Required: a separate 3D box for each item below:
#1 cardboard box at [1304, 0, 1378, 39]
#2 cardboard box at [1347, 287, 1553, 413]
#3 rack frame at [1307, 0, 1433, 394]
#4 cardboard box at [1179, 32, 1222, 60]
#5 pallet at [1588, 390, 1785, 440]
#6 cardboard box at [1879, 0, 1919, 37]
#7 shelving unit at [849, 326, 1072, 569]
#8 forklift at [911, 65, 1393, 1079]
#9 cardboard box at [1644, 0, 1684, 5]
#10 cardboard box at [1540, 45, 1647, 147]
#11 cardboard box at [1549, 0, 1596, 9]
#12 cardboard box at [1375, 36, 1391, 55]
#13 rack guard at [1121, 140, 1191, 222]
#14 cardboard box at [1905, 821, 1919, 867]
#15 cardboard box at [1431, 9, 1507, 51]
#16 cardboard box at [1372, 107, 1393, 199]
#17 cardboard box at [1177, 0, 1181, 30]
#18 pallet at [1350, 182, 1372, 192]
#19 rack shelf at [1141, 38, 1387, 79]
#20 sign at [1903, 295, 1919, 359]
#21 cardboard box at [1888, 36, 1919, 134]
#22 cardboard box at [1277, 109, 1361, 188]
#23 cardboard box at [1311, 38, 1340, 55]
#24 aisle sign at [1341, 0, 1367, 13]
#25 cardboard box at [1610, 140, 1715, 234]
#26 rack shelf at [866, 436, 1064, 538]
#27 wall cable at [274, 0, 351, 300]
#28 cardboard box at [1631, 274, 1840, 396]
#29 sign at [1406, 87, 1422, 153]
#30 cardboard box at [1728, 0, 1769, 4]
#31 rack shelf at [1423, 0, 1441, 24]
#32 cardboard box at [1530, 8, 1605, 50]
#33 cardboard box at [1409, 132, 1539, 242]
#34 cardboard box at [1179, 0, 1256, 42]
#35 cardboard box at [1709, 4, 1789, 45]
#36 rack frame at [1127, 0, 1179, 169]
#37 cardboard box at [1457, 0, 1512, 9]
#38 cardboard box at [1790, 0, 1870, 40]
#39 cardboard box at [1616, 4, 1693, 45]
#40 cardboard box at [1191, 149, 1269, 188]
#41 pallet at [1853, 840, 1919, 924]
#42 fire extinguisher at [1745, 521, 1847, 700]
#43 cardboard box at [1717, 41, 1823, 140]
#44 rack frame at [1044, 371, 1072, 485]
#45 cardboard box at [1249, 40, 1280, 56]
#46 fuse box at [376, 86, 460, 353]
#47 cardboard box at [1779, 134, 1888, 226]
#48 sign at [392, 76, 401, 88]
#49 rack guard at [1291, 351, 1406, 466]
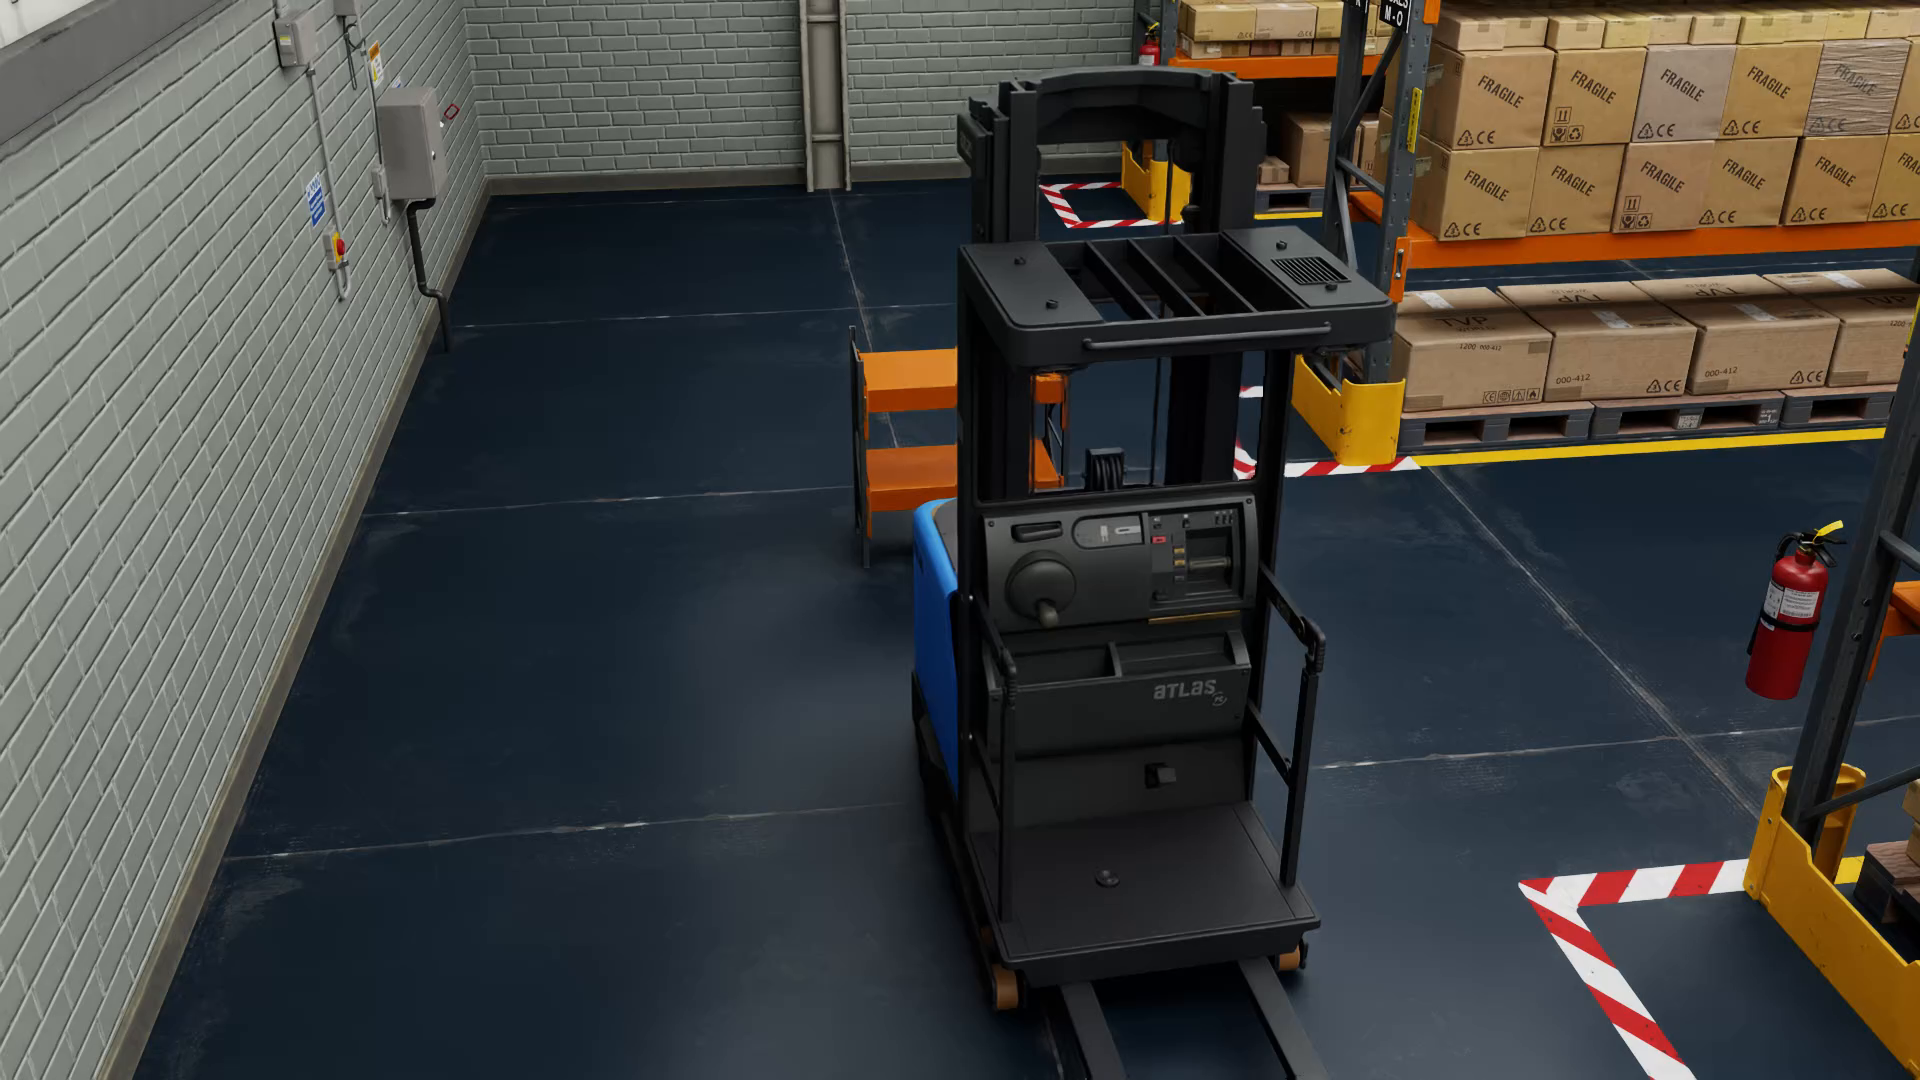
[{"bbox_3d":[3.099,-4.314,13.709,0.500,0.250,0.500,-4,27,-8],"label":"cardboard box"},{"bbox_3d":[2.947,-1.165,10.082,0.875,0.438,0.875,-5,28,-9],"label":"cardboard box"},{"bbox_3d":[2.307,-2.031,9.423,0.127,3.000,1.000,-4,27,-7],"label":"rack frame"},{"bbox_3d":[1.976,-4.060,13.652,0.250,0.149,0.380,-4,27,-8],"label":"cardboard box"},{"bbox_3d":[4.293,-0.953,10.376,1.213,0.211,1.003,-4,27,-7],"label":"pallet"},{"bbox_3d":[5.235,-2.897,9.195,0.250,0.149,0.380,-4,27,-8],"label":"cardboard box"},{"bbox_3d":[-0.007,-0.500,8.492,1.048,1.125,0.538,-4,27,-7],"label":"shelving unit"},{"bbox_3d":[0.582,0.108,5.329,1.130,2.935,3.031,-5,28,-10],"label":"forklift"},{"bbox_3d":[3.890,-3.029,9.451,0.250,0.149,0.380,-3,27,-6],"label":"cardboard box"},{"bbox_3d":[3.333,-2.458,9.051,0.500,0.500,0.500,-4,27,-9],"label":"cardboard box"},{"bbox_3d":[3.382,-3.002,9.399,0.250,0.149,0.380,-3,27,-6],"label":"cardboard box"},{"bbox_3d":[3.516,-4.146,13.819,0.250,0.149,0.380,-3,27,-6],"label":"cardboard box"},{"bbox_3d":[1.687,-3.168,14.376,0.348,0.500,1.175,-4,27,-7],"label":"rack guard"},{"bbox_3d":[3.589,1.154,5.878,0.250,0.149,0.380,-3,27,-6],"label":"cardboard box"},{"bbox_3d":[2.697,-2.707,8.824,0.250,0.149,0.380,-3,27,-6],"label":"cardboard box"},{"bbox_3d":[2.748,-2.226,9.693,0.500,0.500,0.500,-4,27,-7],"label":"cardboard box"},{"bbox_3d":[2.030,-4.490,14.053,0.500,0.250,0.500,-3,27,-6],"label":"cardboard box"},{"bbox_3d":[3.682,-3.166,14.690,1.213,0.211,1.003,-4,27,-7],"label":"pallet"},{"bbox_3d":[3.592,-4.082,14.208,4.000,0.370,1.077,-4,27,-7],"label":"rack shelf"},{"bbox_3d":[3.039,-0.708,5.229,0.005,0.325,0.100,-4,27,-7],"label":"sign"},{"bbox_3d":[5.336,-2.592,9.310,0.500,0.500,0.500,-4,27,-8],"label":"cardboard box"},{"bbox_3d":[3.083,-3.383,14.335,0.500,0.500,0.700,-3,27,-5],"label":"cardboard box"},{"bbox_3d":[2.997,-4.137,13.803,0.250,0.149,0.380,-3,27,-6],"label":"cardboard box"},{"bbox_3d":[2.193,-3.324,9.094,0.004,0.787,0.394,-4,27,-7],"label":"aisle sign"},{"bbox_3d":[3.826,-2.046,9.341,0.500,0.500,0.500,-4,27,-7],"label":"cardboard box"},{"bbox_3d":[-0.007,-0.282,8.604,1.000,0.278,0.538,-4,27,-7],"label":"rack shelf"},{"bbox_3d":[-3.273,-2.128,8.464,0.123,1.953,0.585,-4,27,-7],"label":"wall cable"},{"bbox_3d":[4.745,-1.284,10.313,0.875,0.438,0.875,-4,27,-9],"label":"cardboard box"},{"bbox_3d":[2.378,-2.200,8.718,0.005,0.325,0.100,-4,27,-7],"label":"sign"},{"bbox_3d":[4.408,-3.073,9.537,0.250,0.149,0.380,-4,27,-7],"label":"cardboard box"},{"bbox_3d":[4.288,-3.173,9.150,4.000,0.370,1.077,-4,27,-7],"label":"rack shelf"},{"bbox_3d":[3.220,-2.720,8.850,0.250,0.149,0.380,-3,27,-6],"label":"cardboard box"},{"bbox_3d":[2.822,-1.977,9.207,0.500,0.500,0.500,-4,27,-8],"label":"cardboard box"},{"bbox_3d":[2.099,-4.248,13.581,0.500,0.250,0.500,-4,27,-7],"label":"cardboard box"},{"bbox_3d":[4.239,-2.786,8.979,0.250,0.149,0.380,-4,27,-8],"label":"cardboard box"},{"bbox_3d":[1.612,-4.275,13.796,0.127,3.000,1.000,-4,27,-7],"label":"rack frame"},{"bbox_3d":[2.883,-2.950,9.298,0.250,0.149,0.380,-3,27,-6],"label":"cardboard box"},{"bbox_3d":[4.733,-2.847,9.098,0.250,0.149,0.380,-4,27,-8],"label":"cardboard box"},{"bbox_3d":[3.731,-2.786,8.978,0.250,0.149,0.380,-3,27,-7],"label":"cardboard box"},{"bbox_3d":[2.231,-3.347,14.262,0.637,0.503,0.797,-5,28,-9],"label":"cardboard box"},{"bbox_3d":[3.981,1.400,5.790,1.213,0.211,1.003,-4,27,-7],"label":"pallet"},{"bbox_3d":[2.783,0.208,5.553,0.183,0.674,0.296,-4,27,-7],"label":"fire extinguisher"},{"bbox_3d":[4.335,-2.527,9.184,0.500,0.500,0.500,-4,27,-7],"label":"cardboard box"},{"bbox_3d":[0.497,-0.532,8.555,0.032,1.125,0.500,-4,27,-7],"label":"rack frame"},{"bbox_3d":[2.476,-4.130,13.788,0.250,0.149,0.380,-4,27,-8],"label":"cardboard box"},{"bbox_3d":[-3.422,-2.048,10.867,0.414,1.711,0.539,-4,27,-7],"label":"fuse box"},{"bbox_3d":[4.840,-2.111,9.470,0.500,0.500,0.500,-4,27,-8],"label":"cardboard box"},{"bbox_3d":[-3.695,-2.789,11.004,0.001,0.494,0.329,-4,27,-7],"label":"sign"},{"bbox_3d":[2.283,-0.918,9.991,0.348,0.500,1.175,-4,27,-7],"label":"rack guard"}]
